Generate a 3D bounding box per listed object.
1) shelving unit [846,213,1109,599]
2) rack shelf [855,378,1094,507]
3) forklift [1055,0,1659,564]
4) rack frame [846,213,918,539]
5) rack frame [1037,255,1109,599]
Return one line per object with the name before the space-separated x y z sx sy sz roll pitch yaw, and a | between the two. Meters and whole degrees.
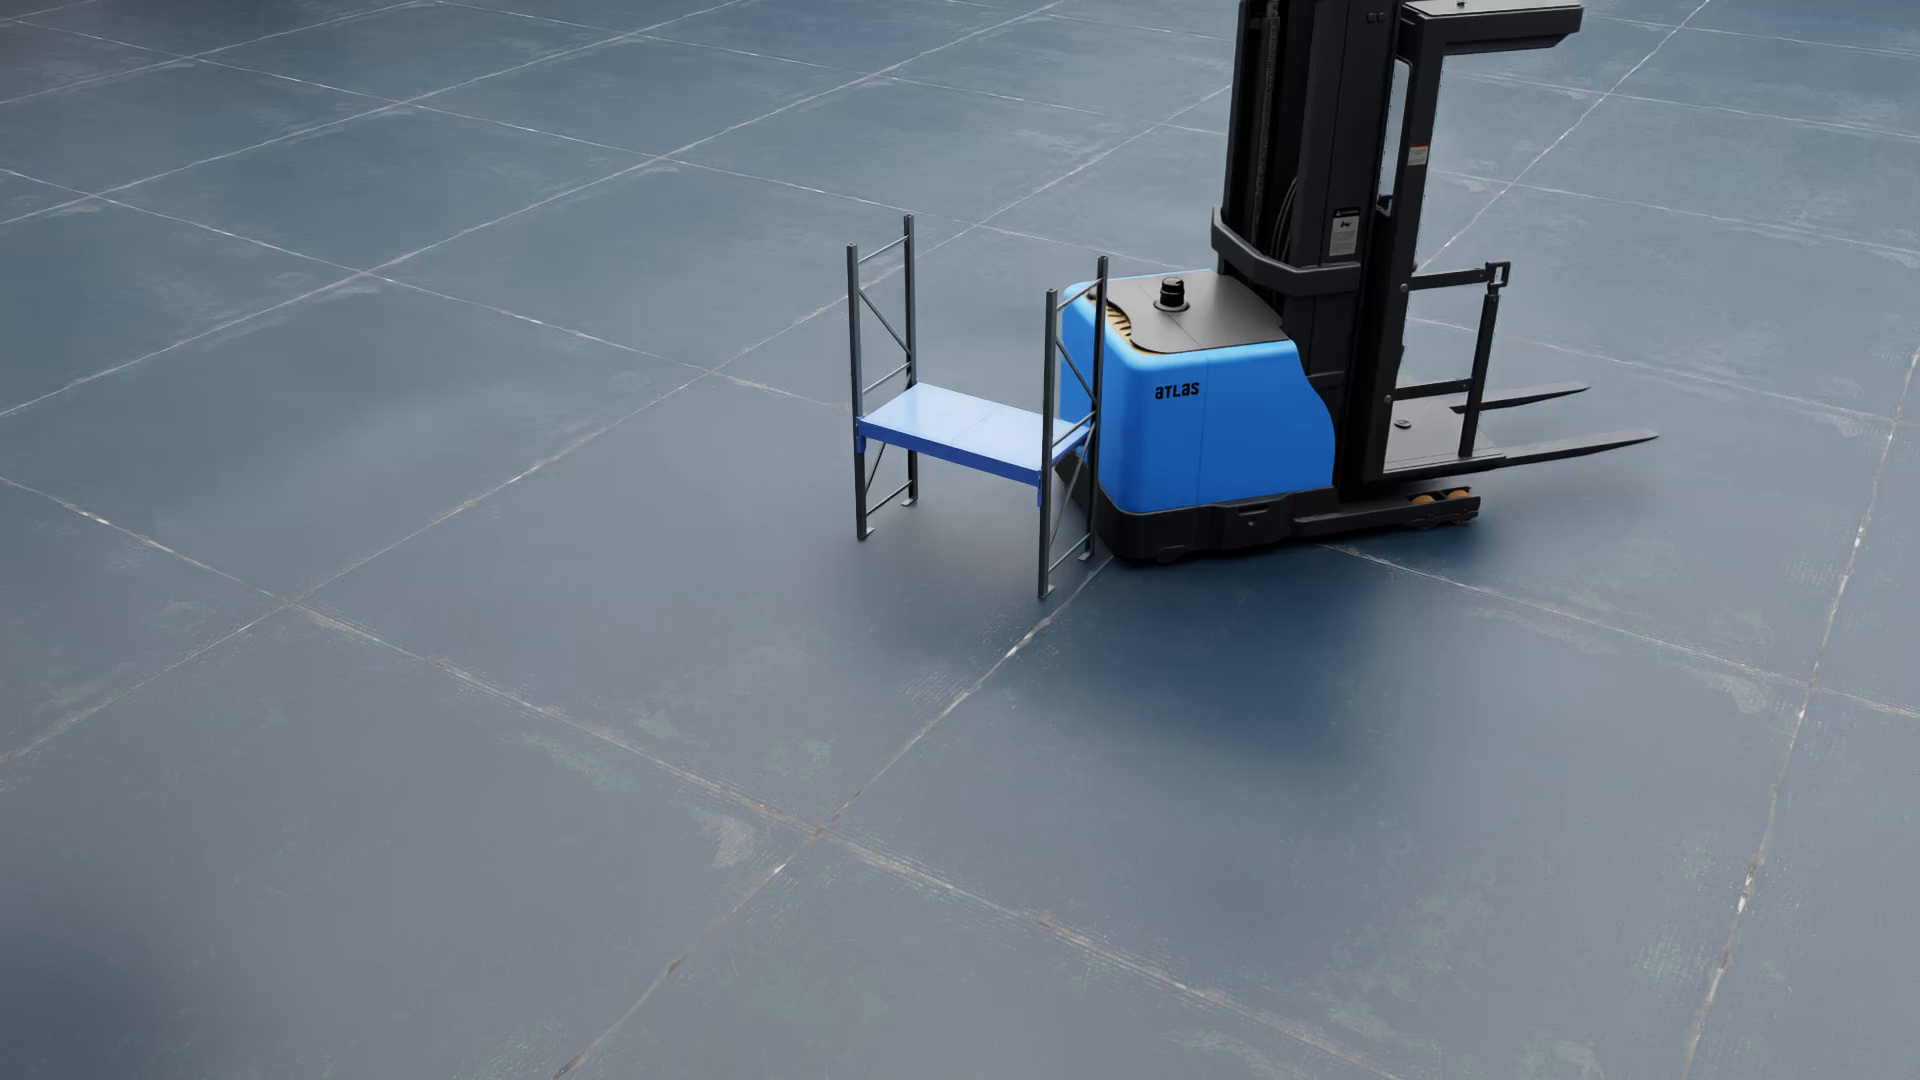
shelving unit | 0.072 -0.625 7.686 1.048 1.500 0.538 18 35 27
rack shelf | 0.072 -0.470 7.776 1.000 0.185 0.538 18 35 27
forklift | 2.064 -1.564 7.875 3.031 2.935 1.130 -8 31 -14
rack frame | -0.358 -0.761 7.919 0.032 1.500 0.500 18 35 27
rack frame | 0.503 -0.489 7.452 0.032 1.500 0.500 18 35 27
